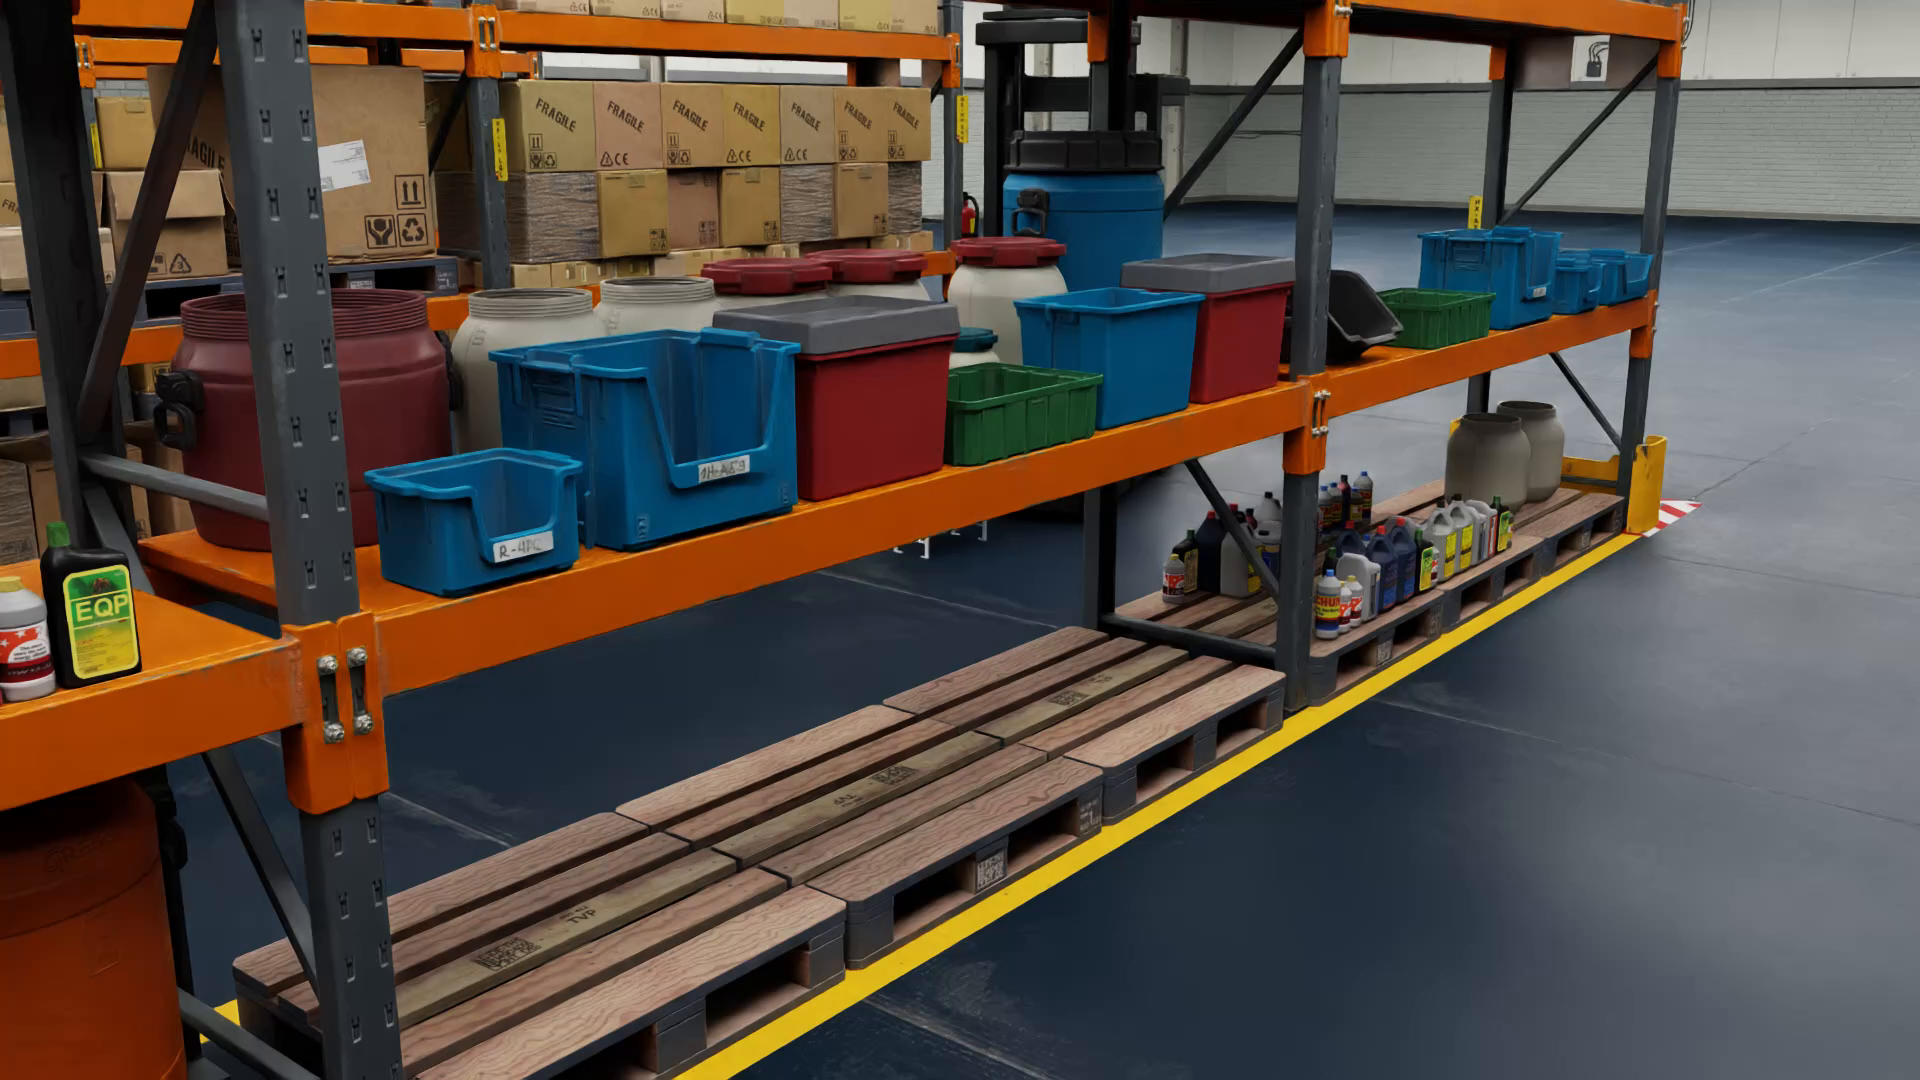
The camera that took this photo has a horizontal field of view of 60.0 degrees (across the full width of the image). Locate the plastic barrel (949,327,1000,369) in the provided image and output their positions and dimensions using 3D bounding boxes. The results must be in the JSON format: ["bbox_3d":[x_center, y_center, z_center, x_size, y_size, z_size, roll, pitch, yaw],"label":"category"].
[{"bbox_3d":[-0.013,-0.566,5.541,0.301,0.262,0.301,0,14,0],"label":"plastic barrel"}]

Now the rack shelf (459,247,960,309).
[{"bbox_3d":[-1.657,-1.664,11.041,1.077,0.370,4.000,11,18,38],"label":"rack shelf"}]

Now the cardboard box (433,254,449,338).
[{"bbox_3d":[-5.121,-2.047,14.552,0.875,0.875,0.875,11,18,37],"label":"cardboard box"}]

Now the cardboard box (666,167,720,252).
[{"bbox_3d":[-2.006,-2.100,10.492,0.875,0.500,0.500,11,18,38],"label":"cardboard box"}]

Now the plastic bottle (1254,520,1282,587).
[{"bbox_3d":[1.370,0.057,7.444,0.152,0.276,0.135,11,18,38],"label":"plastic bottle"}]

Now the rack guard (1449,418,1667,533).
[{"bbox_3d":[3.441,-0.396,9.665,1.175,0.500,0.348,11,18,38],"label":"rack guard"}]

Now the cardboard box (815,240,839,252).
[{"bbox_3d":[-1.052,-1.997,11.401,0.380,0.149,0.250,11,18,38],"label":"cardboard box"}]

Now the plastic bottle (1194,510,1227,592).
[{"bbox_3d":[1.119,0.040,7.361,0.144,0.351,0.185,11,18,36],"label":"plastic bottle"}]

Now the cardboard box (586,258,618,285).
[{"bbox_3d":[-2.242,-1.600,9.841,0.380,0.149,0.250,11,18,38],"label":"cardboard box"}]

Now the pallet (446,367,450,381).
[{"bbox_3d":[-4.636,-1.666,15.251,1.003,0.211,1.213,11,18,38],"label":"pallet"}]

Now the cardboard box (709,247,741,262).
[{"bbox_3d":[-1.613,-1.792,10.594,0.380,0.149,0.250,11,18,38],"label":"cardboard box"}]

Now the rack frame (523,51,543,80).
[{"bbox_3d":[-4.195,-3.182,15.558,1.000,3.000,0.127,11,18,38],"label":"rack frame"}]

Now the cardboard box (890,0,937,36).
[{"bbox_3d":[-0.506,-3.645,11.592,0.500,0.250,0.500,12,18,39],"label":"cardboard box"}]

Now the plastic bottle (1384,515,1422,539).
[{"bbox_3d":[2.023,0.018,7.599,0.152,0.276,0.135,11,18,38],"label":"plastic bottle"}]

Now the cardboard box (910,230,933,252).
[{"bbox_3d":[-0.419,-2.187,12.151,0.380,0.149,0.250,11,18,38],"label":"cardboard box"}]

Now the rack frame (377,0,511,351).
[{"bbox_3d":[-2.914,-1.630,9.445,1.000,3.000,0.127,11,18,38],"label":"rack frame"}]

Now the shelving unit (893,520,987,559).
[{"bbox_3d":[-0.104,-0.550,8.850,0.258,1.200,0.503,11,18,38],"label":"shelving unit"}]

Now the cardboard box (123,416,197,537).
[{"bbox_3d":[-3.983,-0.321,8.479,0.700,0.500,0.500,9,17,33],"label":"cardboard box"}]

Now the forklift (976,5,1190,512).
[{"bbox_3d":[0.797,-1.892,10.618,1.130,2.935,3.031,6,15,22],"label":"forklift"}]

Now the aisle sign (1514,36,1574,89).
[{"bbox_3d":[3.270,-2.948,9.356,0.394,0.787,0.004,11,18,38],"label":"aisle sign"}]

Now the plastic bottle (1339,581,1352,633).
[{"bbox_3d":[1.543,0.267,6.768,0.097,0.201,0.097,0,14,0],"label":"plastic bottle"}]

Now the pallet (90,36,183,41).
[{"bbox_3d":[-6.186,-3.982,12.795,1.003,0.211,1.213,11,18,38],"label":"pallet"}]

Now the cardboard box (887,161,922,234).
[{"bbox_3d":[-0.767,-2.487,12.014,0.875,0.500,0.500,11,18,38],"label":"cardboard box"}]

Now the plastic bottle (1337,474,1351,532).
[{"bbox_3d":[1.914,-0.186,8.387,0.061,0.283,0.133,12,18,38],"label":"plastic bottle"}]

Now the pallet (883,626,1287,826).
[{"bbox_3d":[0.475,0.645,6.156,1.003,0.211,1.213,11,18,38],"label":"pallet"}]

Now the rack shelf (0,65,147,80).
[{"bbox_3d":[-9.365,-4.651,16.709,1.077,0.370,4.000,11,18,38],"label":"rack shelf"}]

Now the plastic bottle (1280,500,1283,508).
[{"bbox_3d":[1.548,-0.053,7.879,0.152,0.276,0.135,12,18,39],"label":"plastic bottle"}]

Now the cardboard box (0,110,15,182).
[{"bbox_3d":[-7.016,-2.853,12.029,0.700,0.500,0.500,11,18,37],"label":"cardboard box"}]

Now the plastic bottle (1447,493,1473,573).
[{"bbox_3d":[2.271,-0.036,7.659,0.144,0.351,0.185,12,19,40],"label":"plastic bottle"}]

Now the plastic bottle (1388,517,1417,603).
[{"bbox_3d":[1.887,0.081,7.198,0.144,0.351,0.185,10,18,35],"label":"plastic bottle"}]

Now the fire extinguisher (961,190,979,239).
[{"bbox_3d":[0.030,-2.309,12.276,0.296,0.674,0.183,11,18,38],"label":"fire extinguisher"}]

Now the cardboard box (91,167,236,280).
[{"bbox_3d":[-3.932,-1.537,8.018,0.797,0.503,0.637,14,20,43],"label":"cardboard box"}]

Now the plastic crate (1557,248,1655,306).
[{"bbox_3d":[3.370,-1.415,8.902,0.499,0.251,0.616,11,18,38],"label":"plastic crate"}]

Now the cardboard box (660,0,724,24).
[{"bbox_3d":[-1.783,-3.253,10.048,0.500,0.250,0.500,10,18,35],"label":"cardboard box"}]

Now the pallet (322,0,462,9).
[{"bbox_3d":[-3.385,-2.891,8.698,1.213,0.211,1.003,11,18,38],"label":"pallet"}]

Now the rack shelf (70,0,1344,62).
[{"bbox_3d":[-0.319,-1.585,4.640,1.077,0.370,4.000,11,18,38],"label":"rack shelf"}]

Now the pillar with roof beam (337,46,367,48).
[{"bbox_3d":[-5.990,-8.093,22.704,9.100,9.000,0.400,11,18,38],"label":"pillar with roof beam"}]

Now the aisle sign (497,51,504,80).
[{"bbox_3d":[-4.383,-4.502,15.474,0.394,0.787,0.004,11,18,38],"label":"aisle sign"}]

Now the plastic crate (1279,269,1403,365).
[{"bbox_3d":[1.366,-0.914,6.753,0.767,0.338,0.504,11,18,38],"label":"plastic crate"}]

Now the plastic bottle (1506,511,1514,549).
[{"bbox_3d":[2.639,-0.066,8.082,0.097,0.201,0.097,0,14,0],"label":"plastic bottle"}]

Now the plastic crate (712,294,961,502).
[{"bbox_3d":[-0.322,-0.390,4.437,0.402,0.464,0.583,11,18,38],"label":"plastic crate"}]

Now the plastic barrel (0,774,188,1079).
[{"bbox_3d":[-1.870,0.848,3.249,0.600,0.830,0.708,11,18,38],"label":"plastic barrel"}]

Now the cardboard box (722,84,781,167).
[{"bbox_3d":[-1.500,-2.643,10.596,0.500,0.500,0.500,11,18,38],"label":"cardboard box"}]

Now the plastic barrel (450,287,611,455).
[{"bbox_3d":[-1.095,-0.381,4.304,0.421,0.512,0.421,0,14,0],"label":"plastic barrel"}]

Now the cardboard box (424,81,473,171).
[{"bbox_3d":[-2.845,-2.436,9.780,0.500,0.500,0.500,11,18,38],"label":"cardboard box"}]

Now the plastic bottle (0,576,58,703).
[{"bbox_3d":[-1.585,0.162,2.796,0.097,0.201,0.097,0,14,0],"label":"plastic bottle"}]

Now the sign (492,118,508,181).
[{"bbox_3d":[-2.480,-2.105,8.967,0.100,0.325,0.005,11,18,38],"label":"sign"}]
